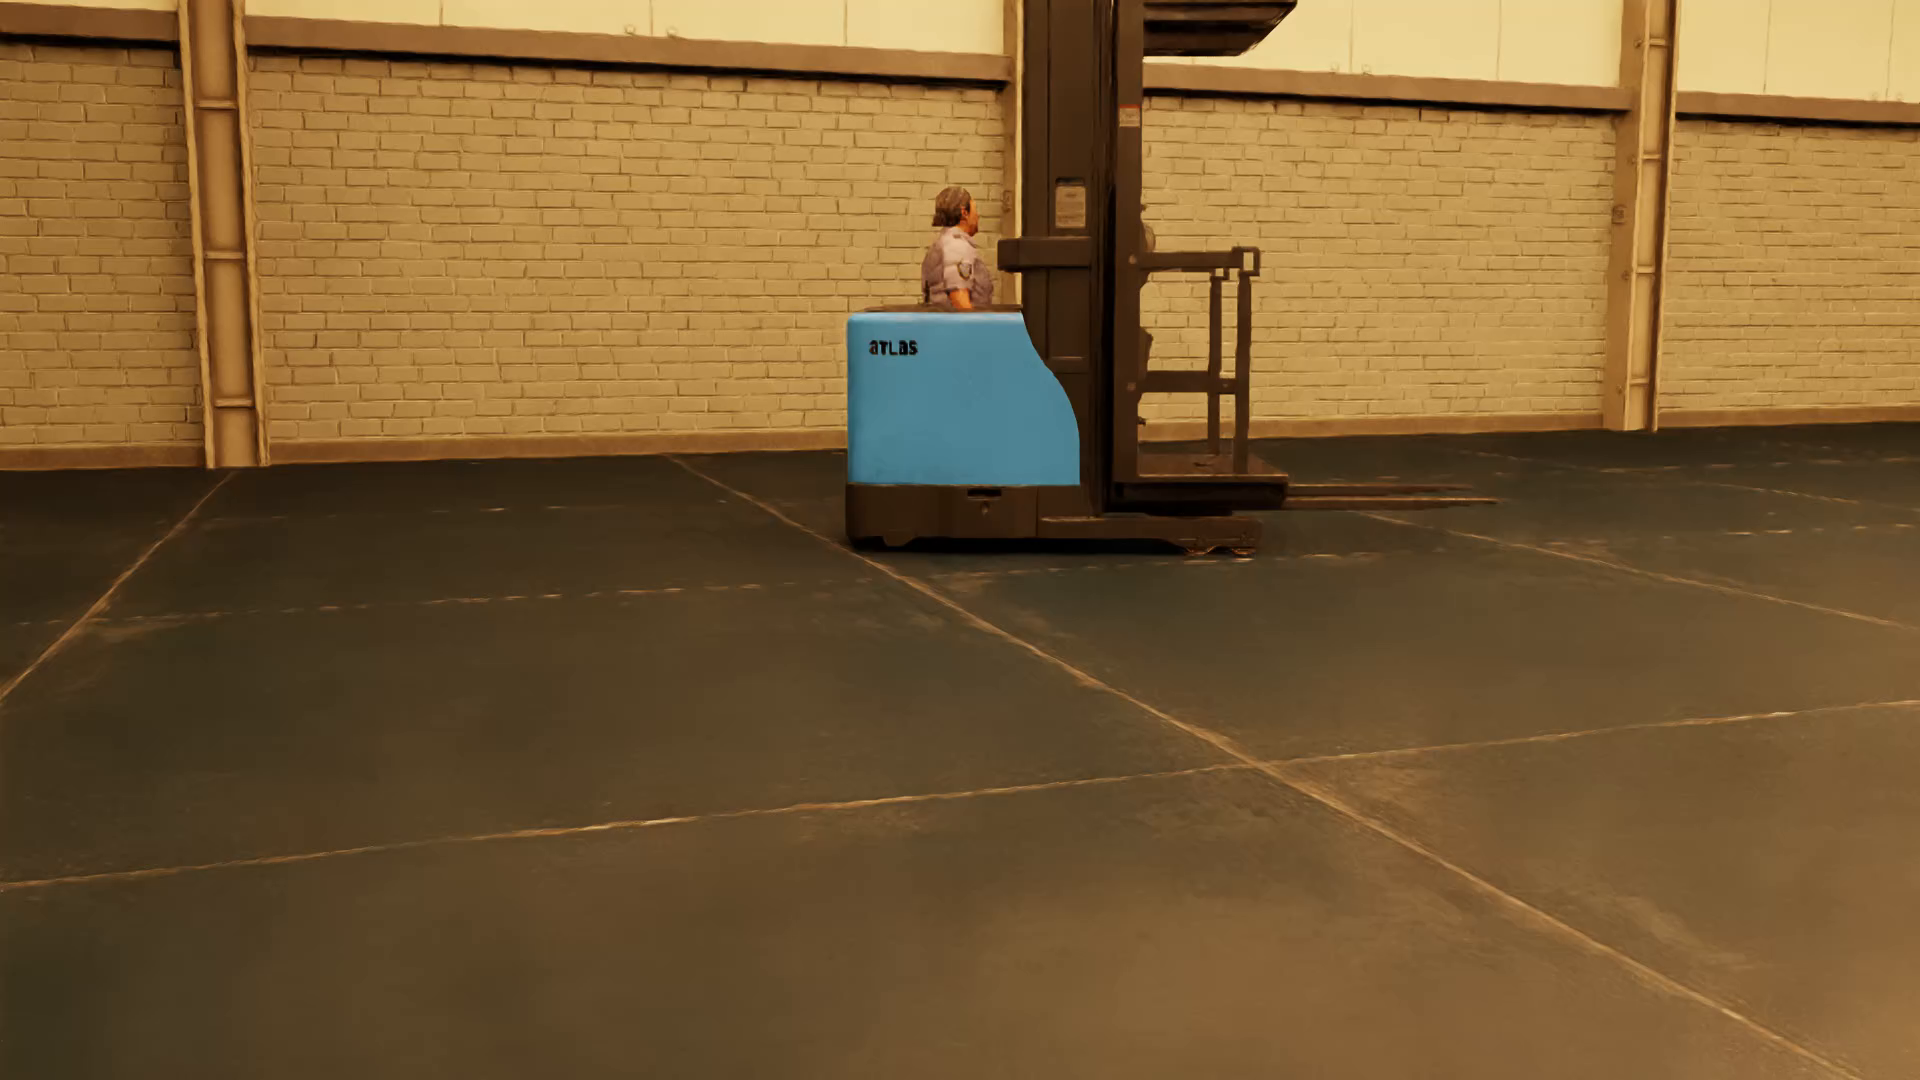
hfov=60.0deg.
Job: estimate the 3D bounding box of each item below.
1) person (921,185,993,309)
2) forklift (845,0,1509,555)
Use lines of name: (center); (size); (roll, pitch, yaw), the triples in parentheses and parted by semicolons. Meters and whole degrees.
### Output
person: (0.112, -0.822, 7.824); (0.538, 1.641, 0.601); (-3, 8, -18)
forklift: (1.002, -1.460, 7.781); (3.031, 2.935, 1.130); (0, 8, 1)
